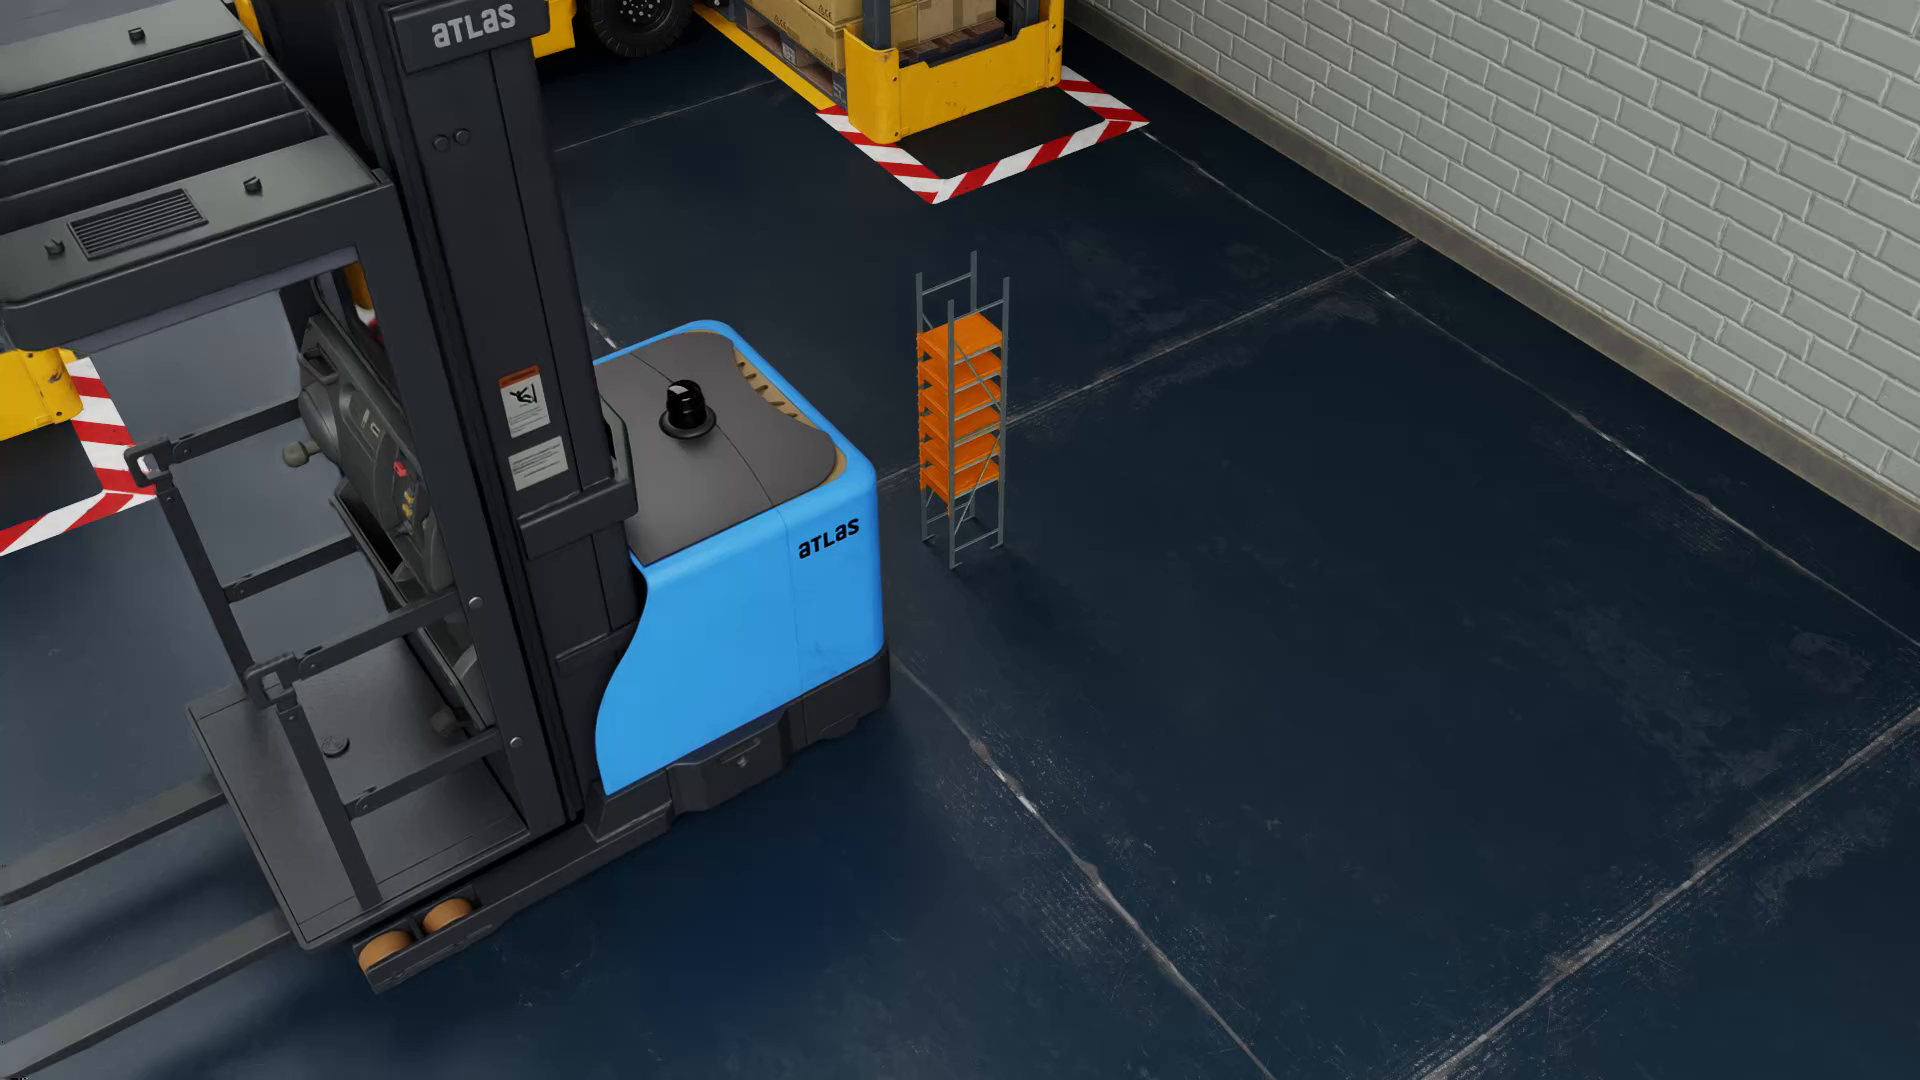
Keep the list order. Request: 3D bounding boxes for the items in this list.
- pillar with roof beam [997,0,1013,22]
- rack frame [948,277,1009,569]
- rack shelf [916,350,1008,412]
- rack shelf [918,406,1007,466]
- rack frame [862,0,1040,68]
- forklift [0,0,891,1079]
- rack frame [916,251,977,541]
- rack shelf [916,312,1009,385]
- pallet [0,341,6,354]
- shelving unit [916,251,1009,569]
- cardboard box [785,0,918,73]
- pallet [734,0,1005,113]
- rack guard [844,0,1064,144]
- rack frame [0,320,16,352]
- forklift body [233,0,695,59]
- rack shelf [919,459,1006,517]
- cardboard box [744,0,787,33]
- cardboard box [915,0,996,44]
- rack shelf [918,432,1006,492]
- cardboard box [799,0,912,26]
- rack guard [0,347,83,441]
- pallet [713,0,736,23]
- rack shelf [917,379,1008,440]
[{"bbox_3d":[-3.222,-4.610,4.562,9.100,9.000,0.400,-26,49,-24],"label":"pillar with roof beam"},{"bbox_3d":[0.061,-0.374,5.773,0.240,1.200,0.006,-26,49,-24],"label":"rack frame"},{"bbox_3d":[0.008,-0.567,5.692,0.258,0.103,0.180,-26,49,-24],"label":"rack shelf"},{"bbox_3d":[0.008,-0.394,5.858,0.258,0.103,0.180,-26,49,-24],"label":"rack shelf"},{"bbox_3d":[-0.032,-3.390,7.629,1.000,3.000,0.127,-26,49,-24],"label":"rack frame"},{"bbox_3d":[-1.727,-0.170,4.305,3.031,2.935,1.130,-26,50,-25],"label":"forklift"},{"bbox_3d":[-0.044,-0.478,5.881,0.240,1.200,0.006,-26,49,-24],"label":"rack frame"},{"bbox_3d":[0.008,-0.654,5.609,0.258,0.103,0.180,-26,49,-24],"label":"rack shelf"},{"bbox_3d":[-4.581,-0.936,7.077,1.003,0.211,1.213,-26,49,-24],"label":"pallet"},{"bbox_3d":[0.008,-0.426,5.827,0.258,1.200,0.189,-26,49,-24],"label":"shelving unit"},{"bbox_3d":[-0.560,-2.689,8.581,0.500,0.250,0.500,-25,49,-24],"label":"cardboard box"},{"bbox_3d":[-0.504,-2.798,9.028,1.003,0.211,1.213,-26,49,-24],"label":"pallet"},{"bbox_3d":[-0.018,-2.472,8.478,1.175,0.500,0.348,-26,49,-24],"label":"rack guard"},{"bbox_3d":[-4.101,-1.427,5.573,1.000,3.000,0.127,-26,49,-24],"label":"rack frame"},{"bbox_3d":[-2.613,-3.436,8.292,2.313,2.155,1.214,-26,49,-24],"label":"forklift body"},{"bbox_3d":[0.008,-0.220,6.024,0.258,0.103,0.180,-26,49,-24],"label":"rack shelf"},{"bbox_3d":[-0.837,-2.974,8.880,0.500,0.250,0.500,-26,49,-24],"label":"cardboard box"},{"bbox_3d":[-0.153,-2.903,8.806,0.500,0.250,0.500,-26,49,-24],"label":"cardboard box"},{"bbox_3d":[0.008,-0.307,5.941,0.258,0.103,0.180,-26,49,-24],"label":"rack shelf"},{"bbox_3d":[-0.567,-2.880,8.420,0.500,0.250,0.500,-26,50,-25],"label":"cardboard box"},{"bbox_3d":[-4.145,-0.566,6.481,1.175,0.500,0.348,-26,49,-24],"label":"rack guard"},{"bbox_3d":[-1.198,-3.488,9.751,1.003,0.211,1.213,-26,49,-24],"label":"pallet"},{"bbox_3d":[0.008,-0.480,5.775,0.258,0.103,0.180,-26,49,-24],"label":"rack shelf"}]
